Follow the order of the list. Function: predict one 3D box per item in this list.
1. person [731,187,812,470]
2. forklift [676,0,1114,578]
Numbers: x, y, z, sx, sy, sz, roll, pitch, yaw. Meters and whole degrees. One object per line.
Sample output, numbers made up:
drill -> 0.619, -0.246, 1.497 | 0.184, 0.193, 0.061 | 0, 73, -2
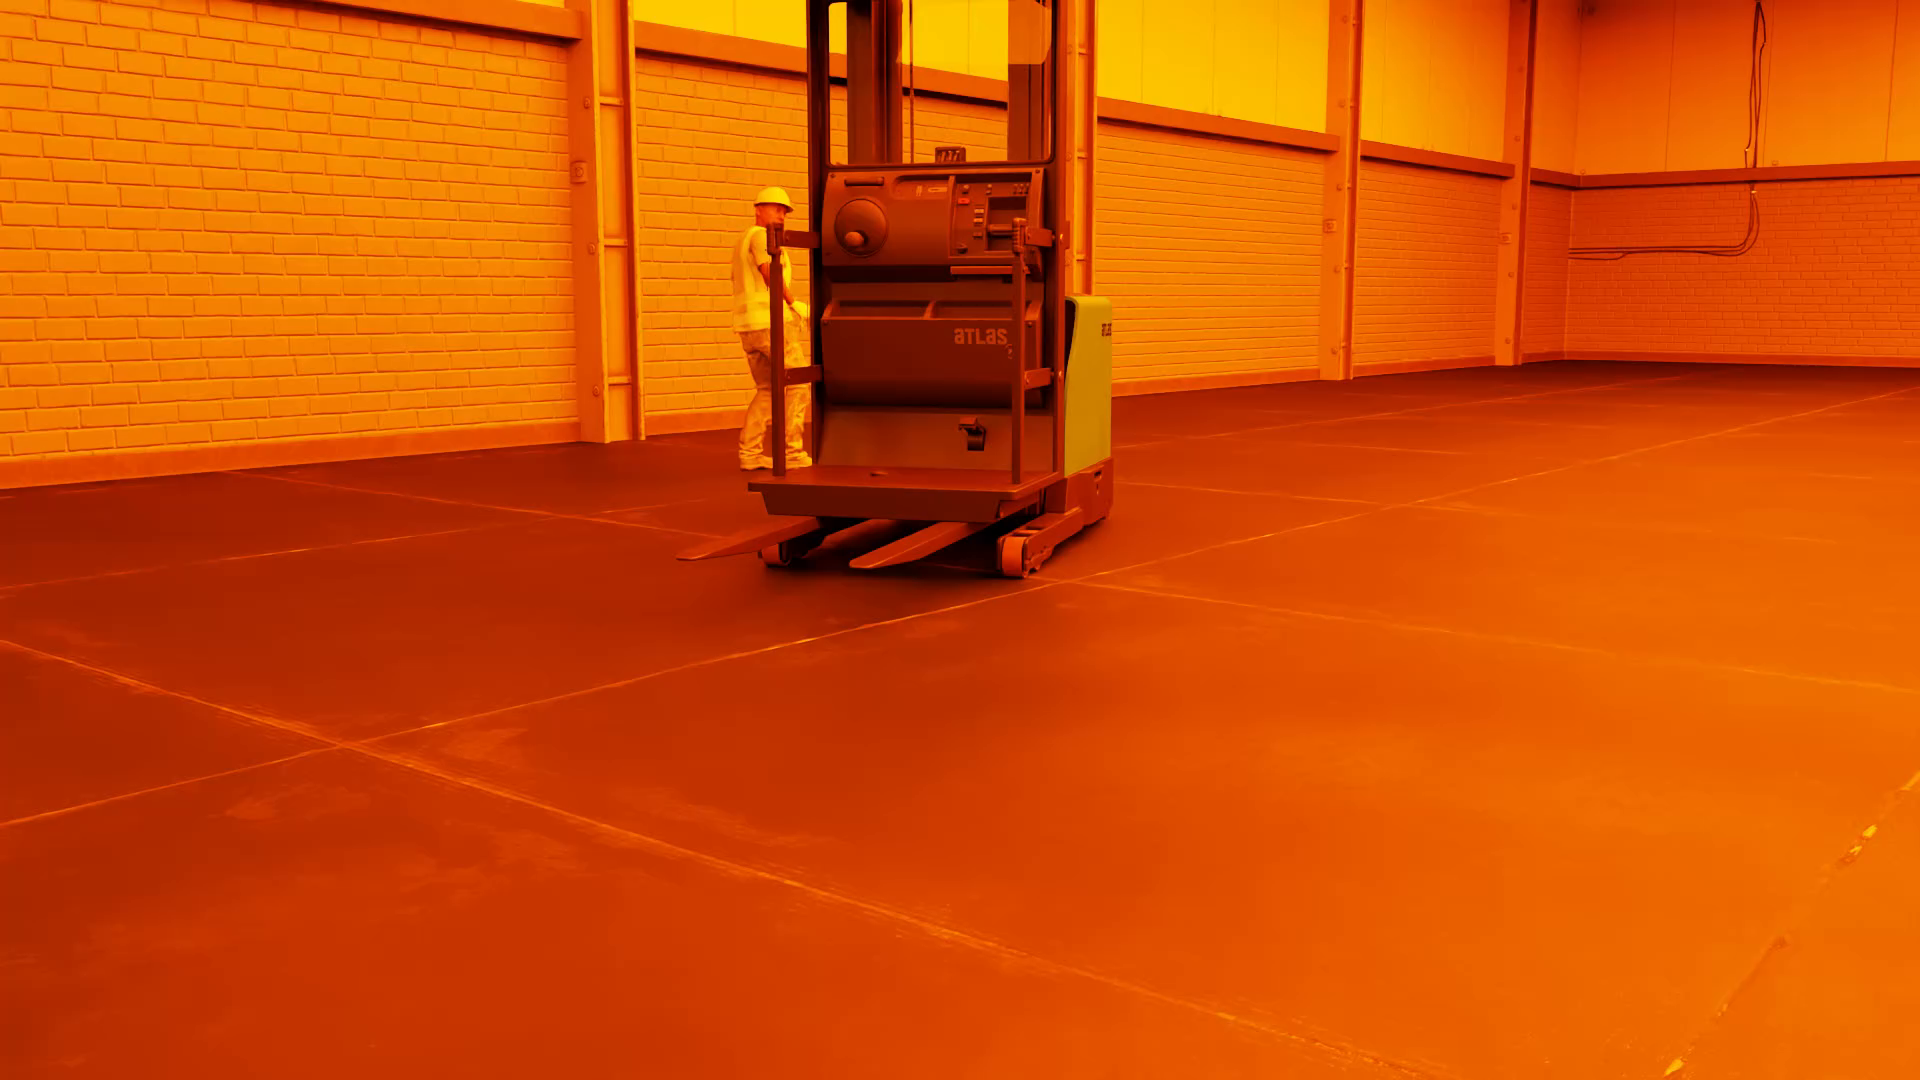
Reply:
person -> -1.162, -1.313, 10.367 | 0.515, 1.746, 0.763 | -5, 10, -32
forklift -> -0.176, -1.366, 6.616 | 1.130, 2.935, 3.031 | 3, 9, 17
